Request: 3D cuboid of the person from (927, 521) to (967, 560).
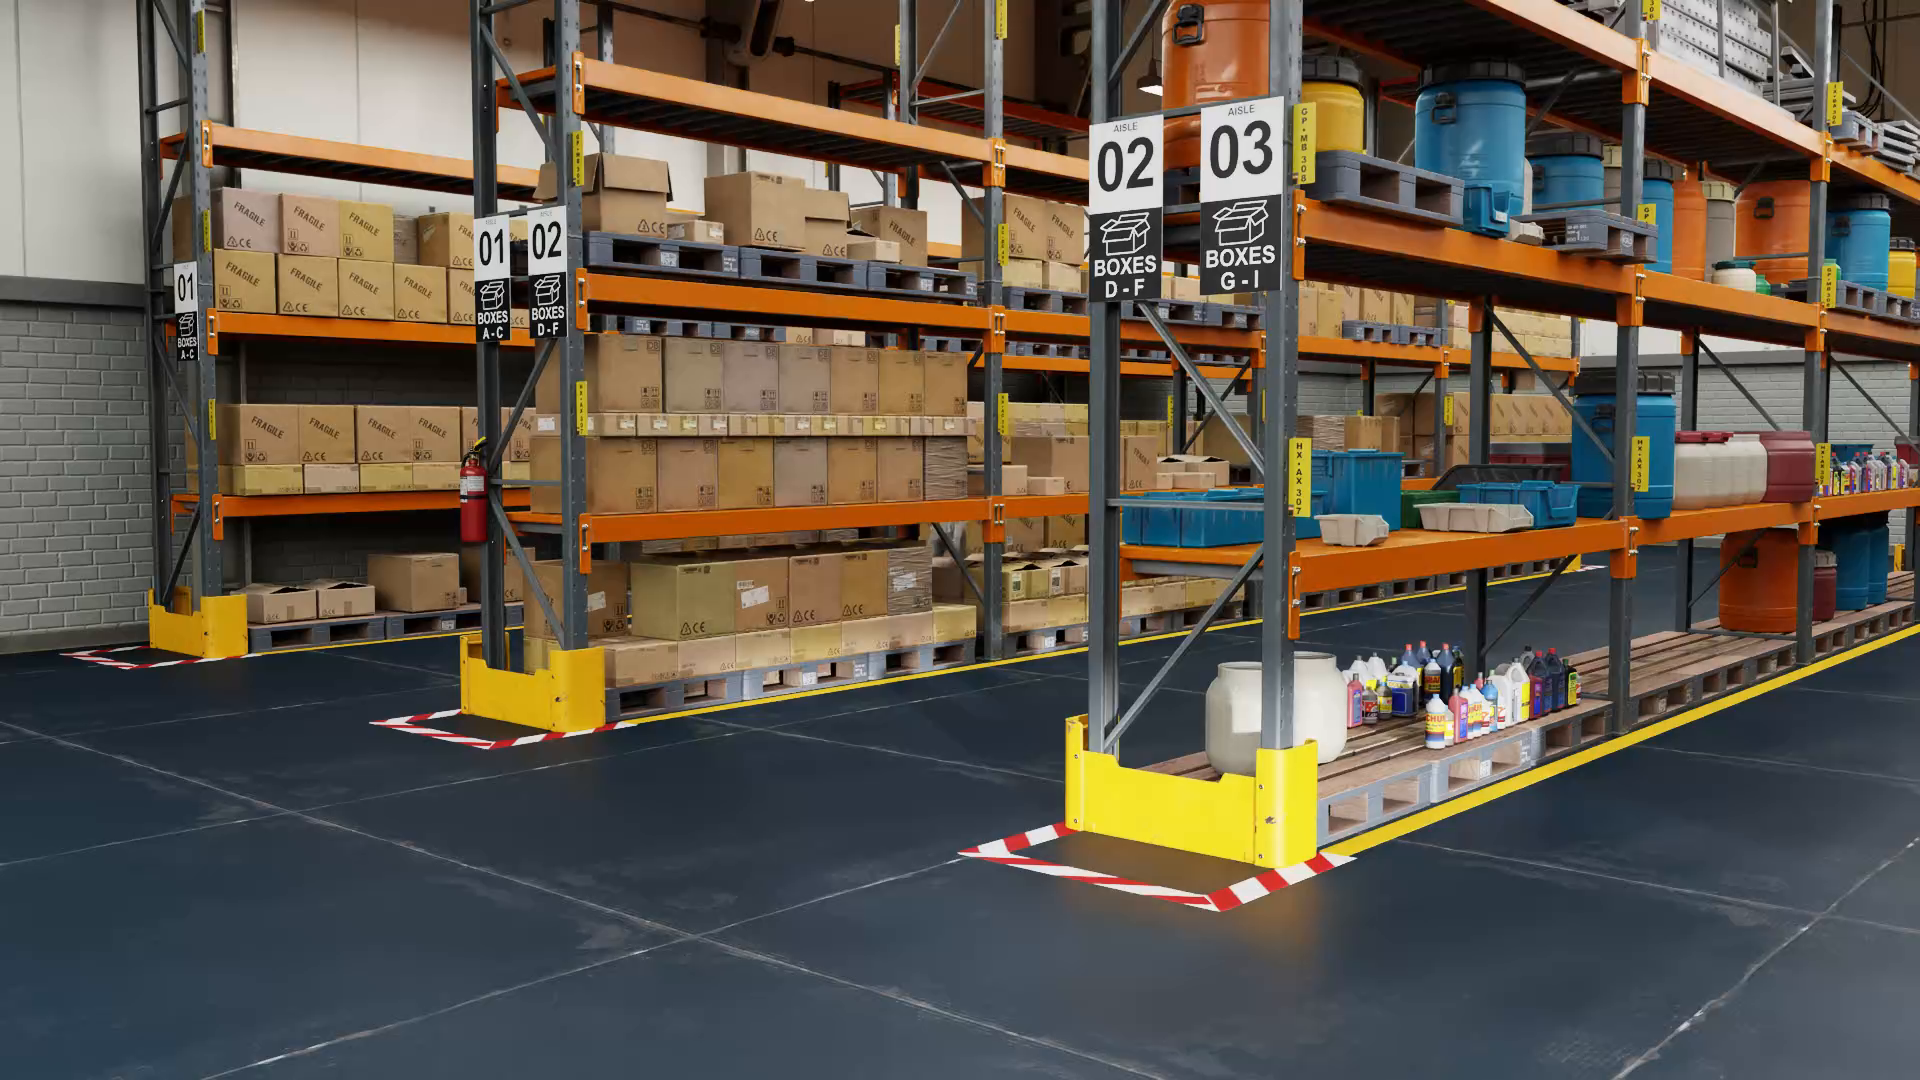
[{"bbox_3d":[-0.093,-0.019,15.865,0.508,1.714,0.578,4,5,44],"label":"person"}]
